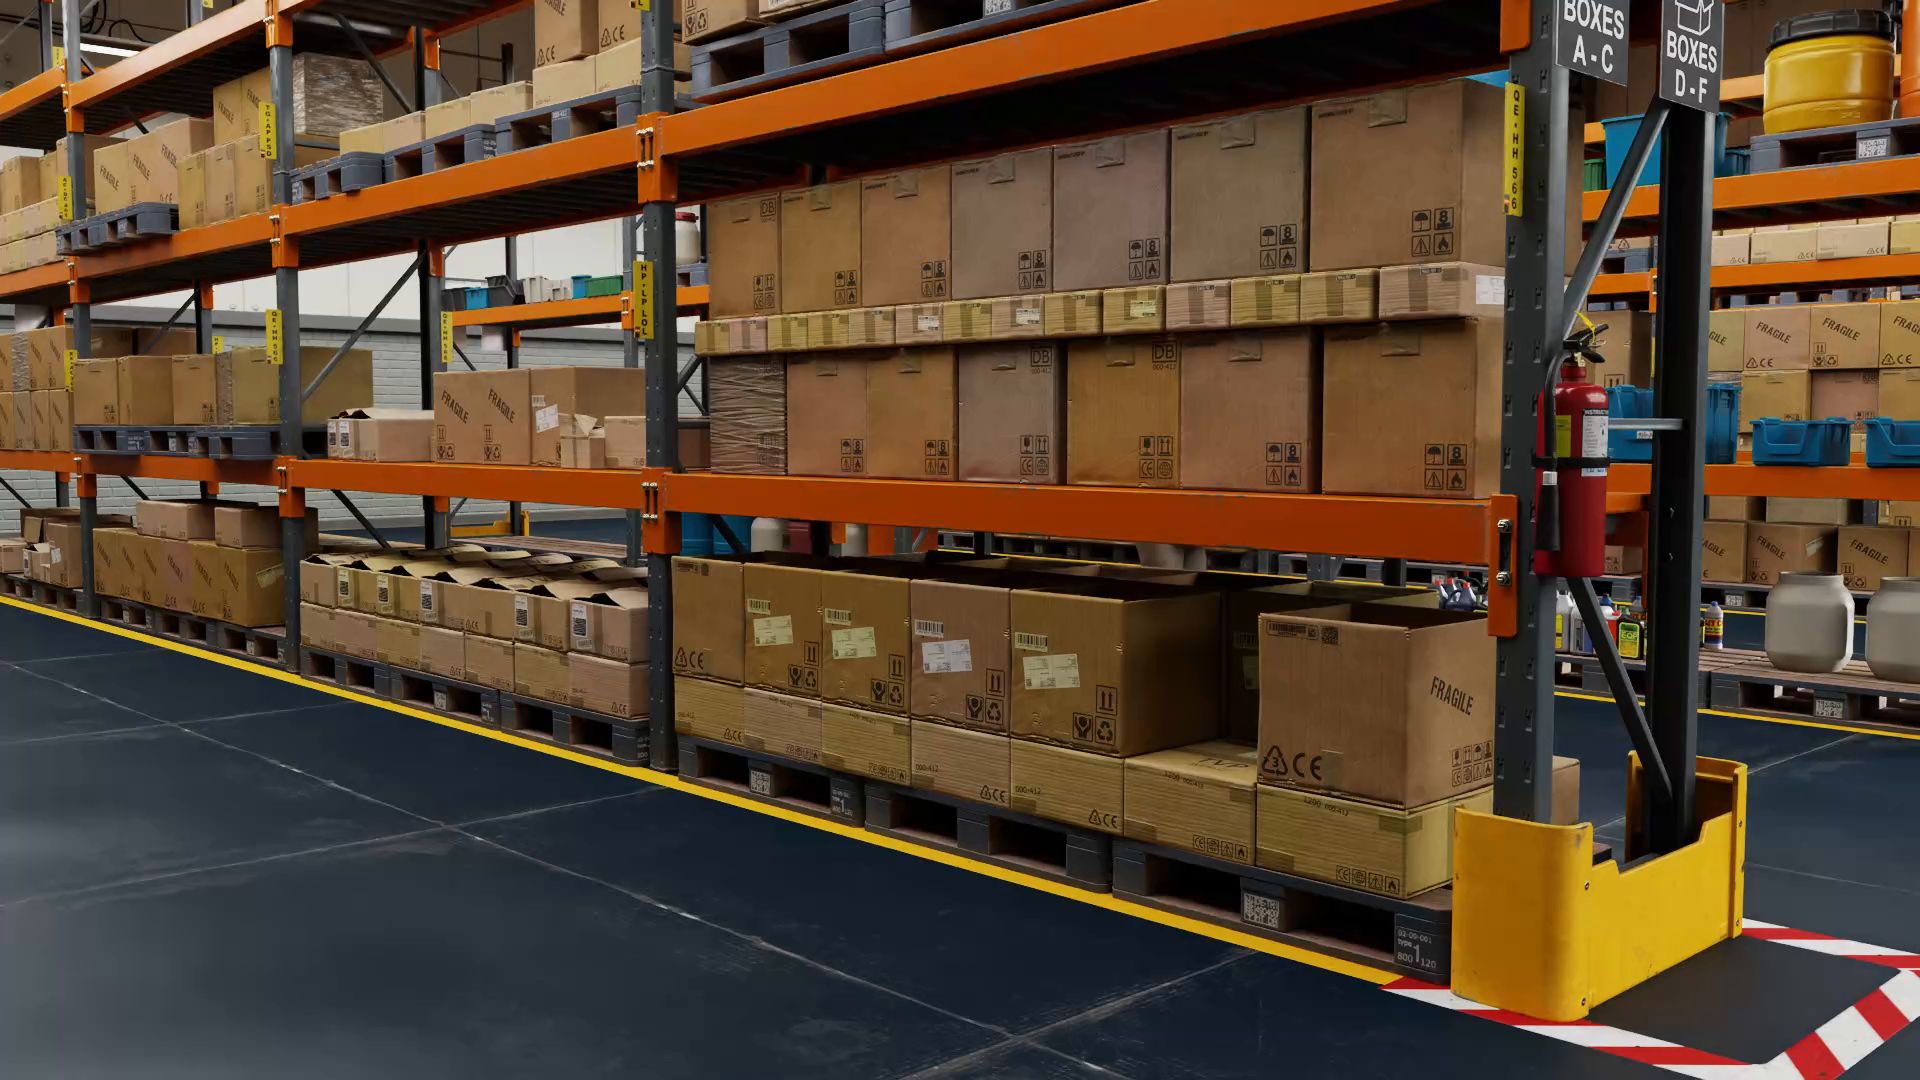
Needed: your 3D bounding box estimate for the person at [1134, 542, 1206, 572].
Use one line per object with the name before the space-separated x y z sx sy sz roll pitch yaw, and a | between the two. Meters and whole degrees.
person | 1.251 -0.005 9.411 0.530 1.733 0.483 -4 5 -44
